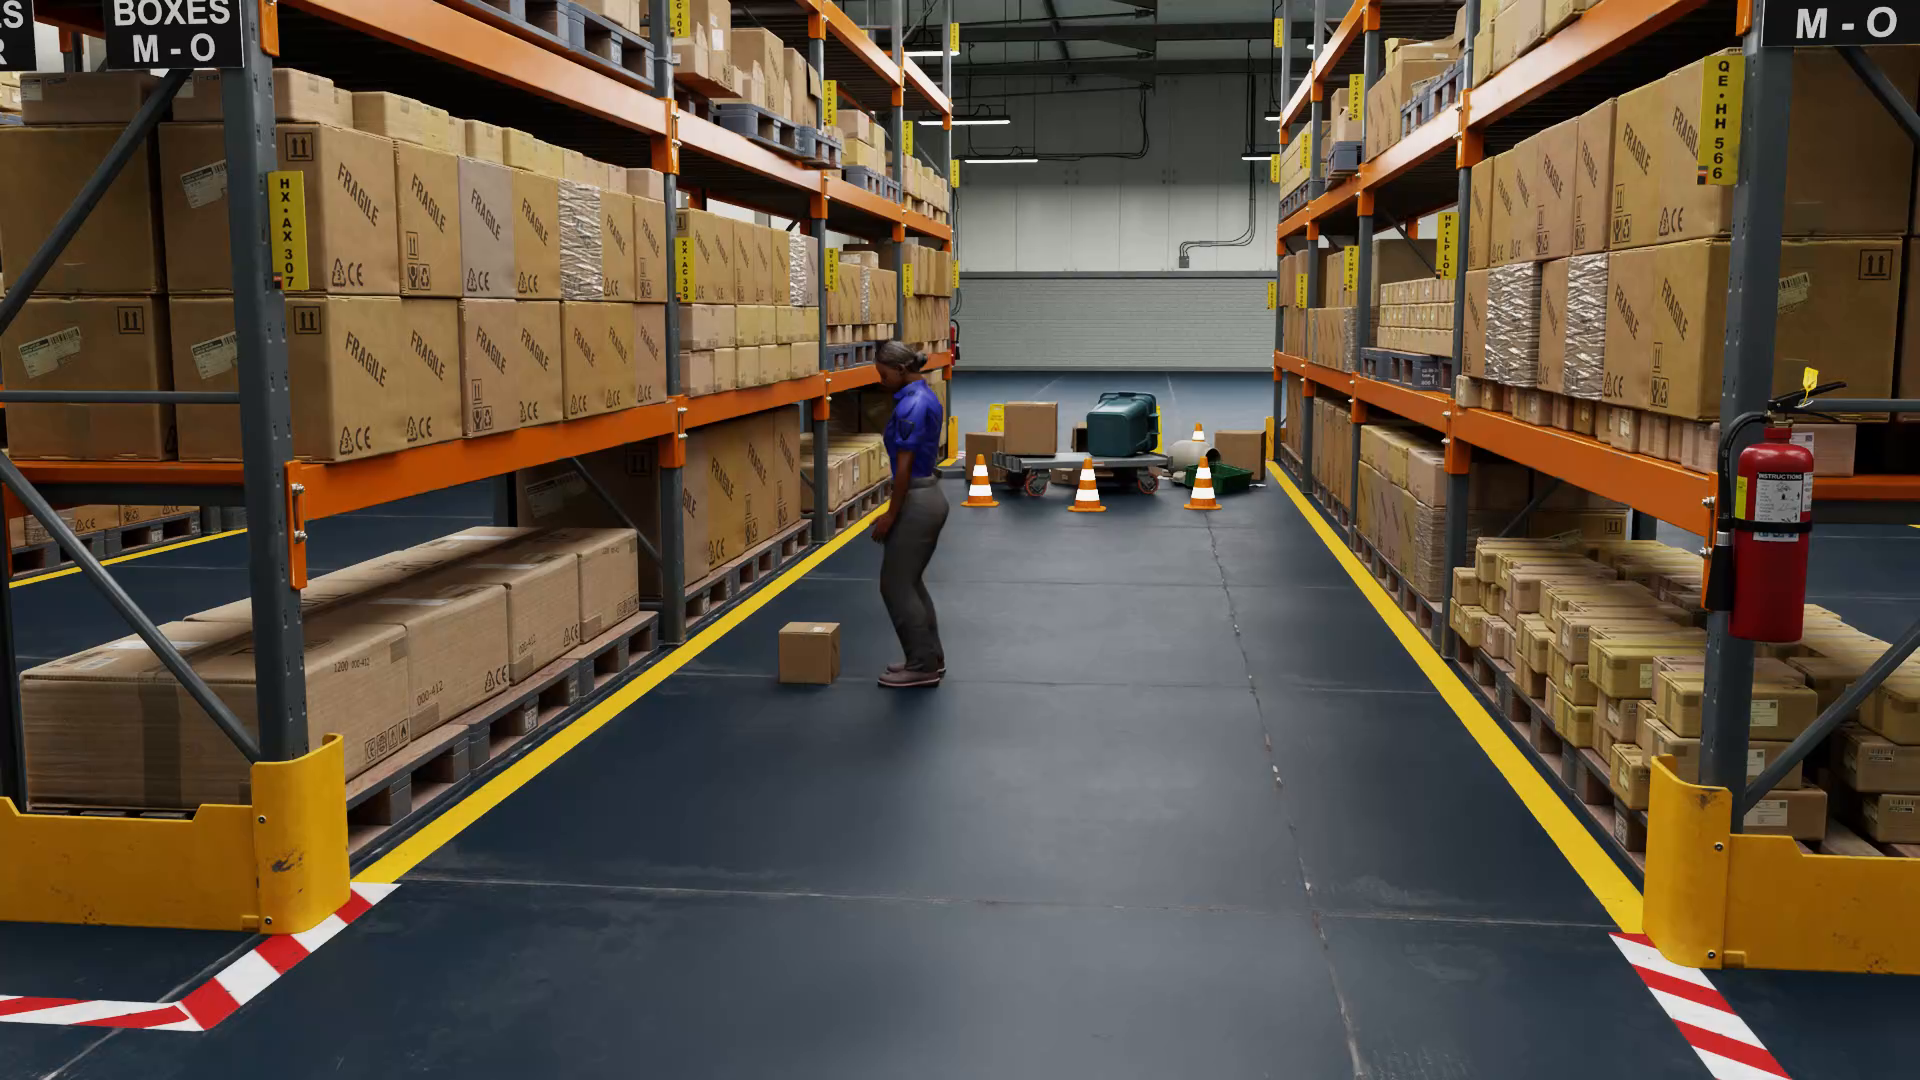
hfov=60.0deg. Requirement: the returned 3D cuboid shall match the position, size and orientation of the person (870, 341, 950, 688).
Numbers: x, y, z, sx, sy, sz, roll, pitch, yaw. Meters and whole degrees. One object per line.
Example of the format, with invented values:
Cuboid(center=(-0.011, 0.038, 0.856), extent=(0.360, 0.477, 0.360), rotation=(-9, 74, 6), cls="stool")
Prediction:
Cuboid(center=(-0.232, -0.121, 7.862), extent=(0.337, 1.631, 0.448), rotation=(1, 8, 8), cls="person")
